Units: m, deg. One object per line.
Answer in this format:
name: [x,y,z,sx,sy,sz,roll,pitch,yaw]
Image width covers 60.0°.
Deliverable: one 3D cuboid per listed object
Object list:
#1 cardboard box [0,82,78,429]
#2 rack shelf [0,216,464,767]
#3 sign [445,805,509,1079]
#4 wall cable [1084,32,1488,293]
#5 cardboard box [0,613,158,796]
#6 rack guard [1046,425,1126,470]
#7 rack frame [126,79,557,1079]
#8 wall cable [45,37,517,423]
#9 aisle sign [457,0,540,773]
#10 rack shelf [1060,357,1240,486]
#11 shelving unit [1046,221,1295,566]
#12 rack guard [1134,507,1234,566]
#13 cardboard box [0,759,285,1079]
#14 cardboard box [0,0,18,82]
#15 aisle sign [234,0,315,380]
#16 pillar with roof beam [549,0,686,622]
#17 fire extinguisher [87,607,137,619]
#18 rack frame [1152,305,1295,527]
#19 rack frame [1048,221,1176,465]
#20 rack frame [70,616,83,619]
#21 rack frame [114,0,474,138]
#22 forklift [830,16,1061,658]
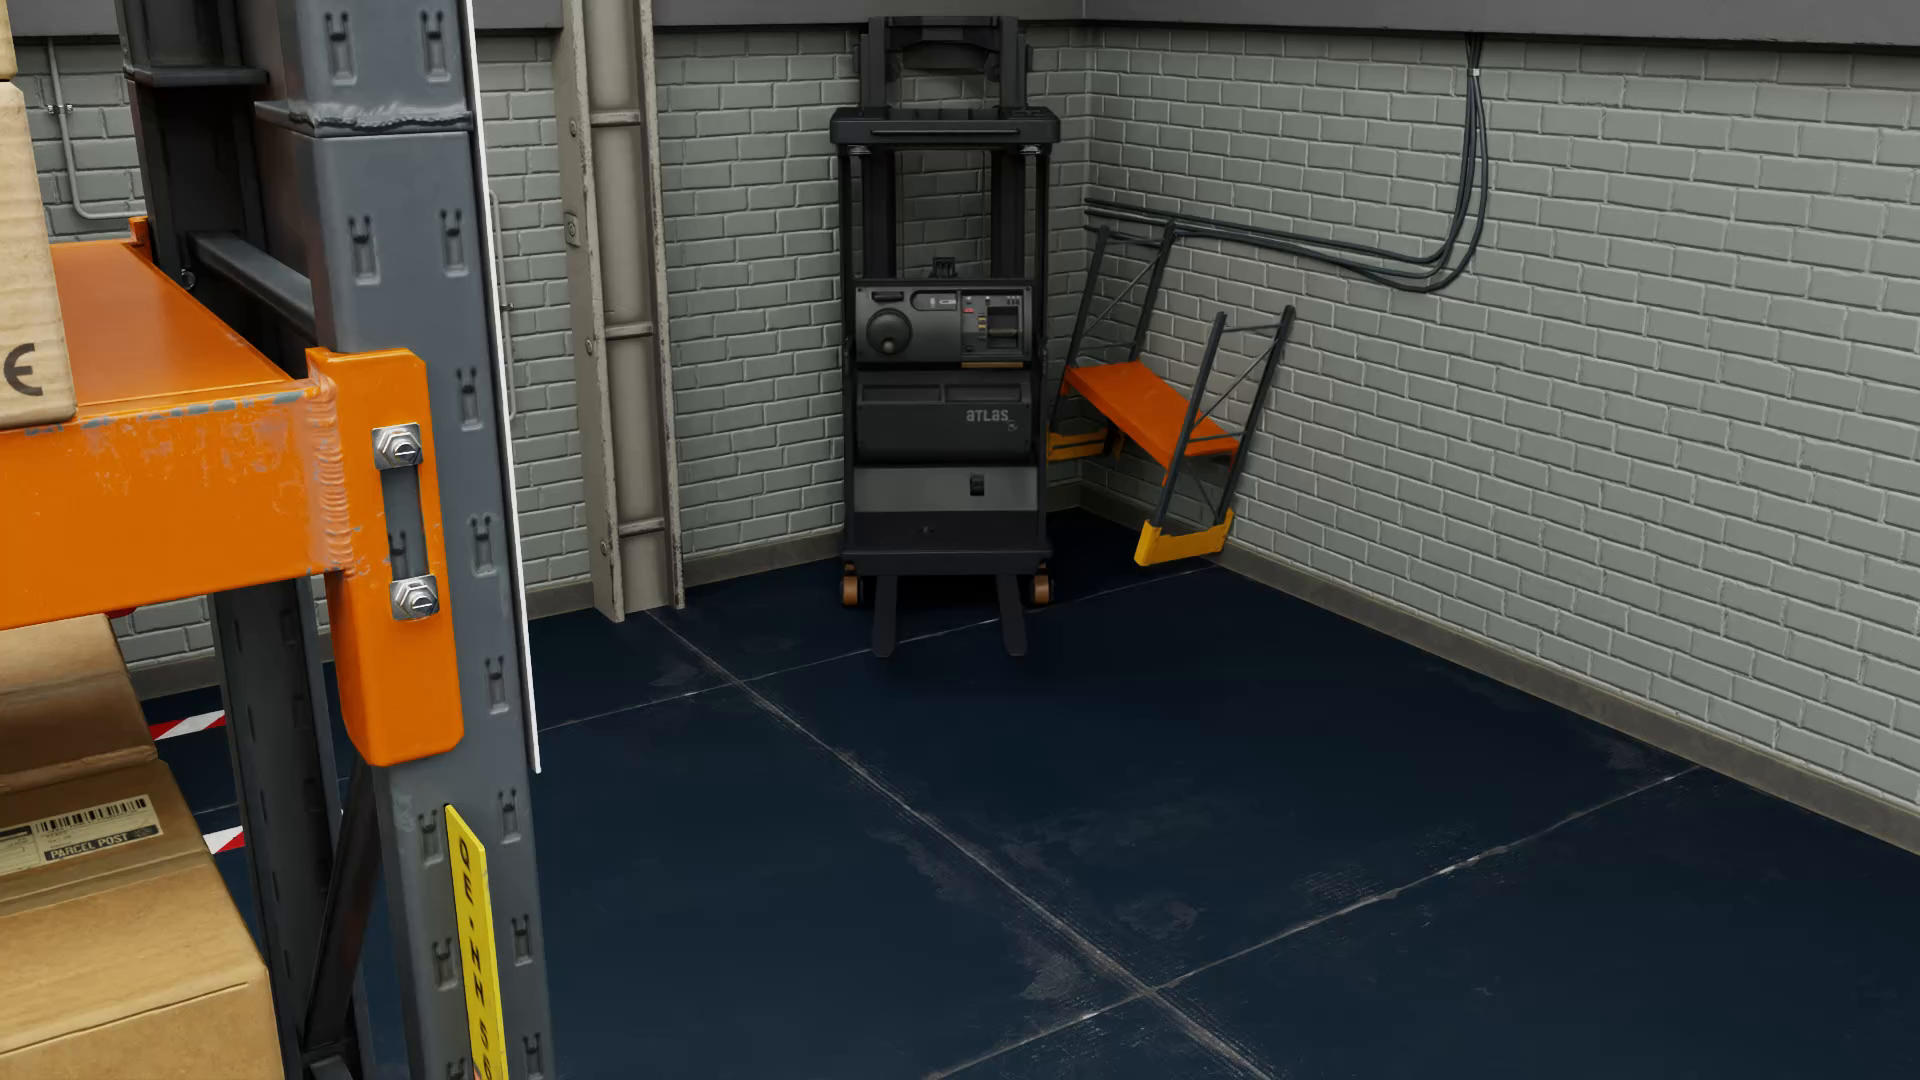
cardboard box: [-1.018,-0.232,1.298,0.500,0.250,0.500,-12,22,-31]
rack shelf: [-2.404,0.229,0.823,4.000,0.370,1.077,-12,22,-31]
sign: [-0.445,0.411,1.545,0.005,0.325,0.100,-12,22,-31]
wall cable: [1.459,-2.639,8.348,0.112,2.526,3.097,-12,22,-31]
cardboard box: [-1.249,0.444,2.032,0.500,0.500,0.500,-11,22,-30]
rack guard: [0.715,-0.569,9.736,0.587,0.250,0.087,-10,39,-32]
rack frame: [-0.734,0.957,2.231,0.127,3.000,1.000,-12,22,-31]
wall cable: [-2.912,-1.327,7.401,1.851,1.984,0.084,-12,22,-31]
aisle sign: [-0.508,-0.205,1.607,0.004,0.787,0.394,-12,22,-31]
rack shelf: [1.051,-0.668,9.175,0.538,0.185,1.000,-10,39,-32]
shelving unit: [1.090,-0.811,9.073,0.587,1.500,1.083,-10,39,-32]
rack guard: [1.224,-0.024,9.076,0.587,0.250,0.087,-10,39,-32]
cardboard box: [-0.954,0.588,1.605,0.500,0.500,0.500,-12,22,-32]
cardboard box: [-1.022,-0.471,1.225,0.500,0.250,0.500,-12,22,-31]
aisle sign: [-0.838,-0.365,2.082,0.004,0.787,0.394,-12,22,-31]
pillar with roof beam: [0.686,-2.765,3.872,0.400,9.000,9.100,-12,22,-31]
fire extinguisher: [-3.081,-0.057,5.933,0.183,0.674,0.296,-12,22,-31]
rack frame: [1.345,-0.538,8.743,0.500,1.500,0.032,-10,39,-32]
rack frame: [0.826,-1.095,9.416,0.500,1.500,0.032,-10,39,-32]
rack frame: [-3.461,-0.367,6.148,0.127,3.000,1.000,-12,22,-31]
rack frame: [-0.734,-1.885,1.270,0.127,3.000,1.000,-12,22,-31]
forklift: [-0.077,-1.140,8.540,1.130,2.935,3.031,0,19,-1]
